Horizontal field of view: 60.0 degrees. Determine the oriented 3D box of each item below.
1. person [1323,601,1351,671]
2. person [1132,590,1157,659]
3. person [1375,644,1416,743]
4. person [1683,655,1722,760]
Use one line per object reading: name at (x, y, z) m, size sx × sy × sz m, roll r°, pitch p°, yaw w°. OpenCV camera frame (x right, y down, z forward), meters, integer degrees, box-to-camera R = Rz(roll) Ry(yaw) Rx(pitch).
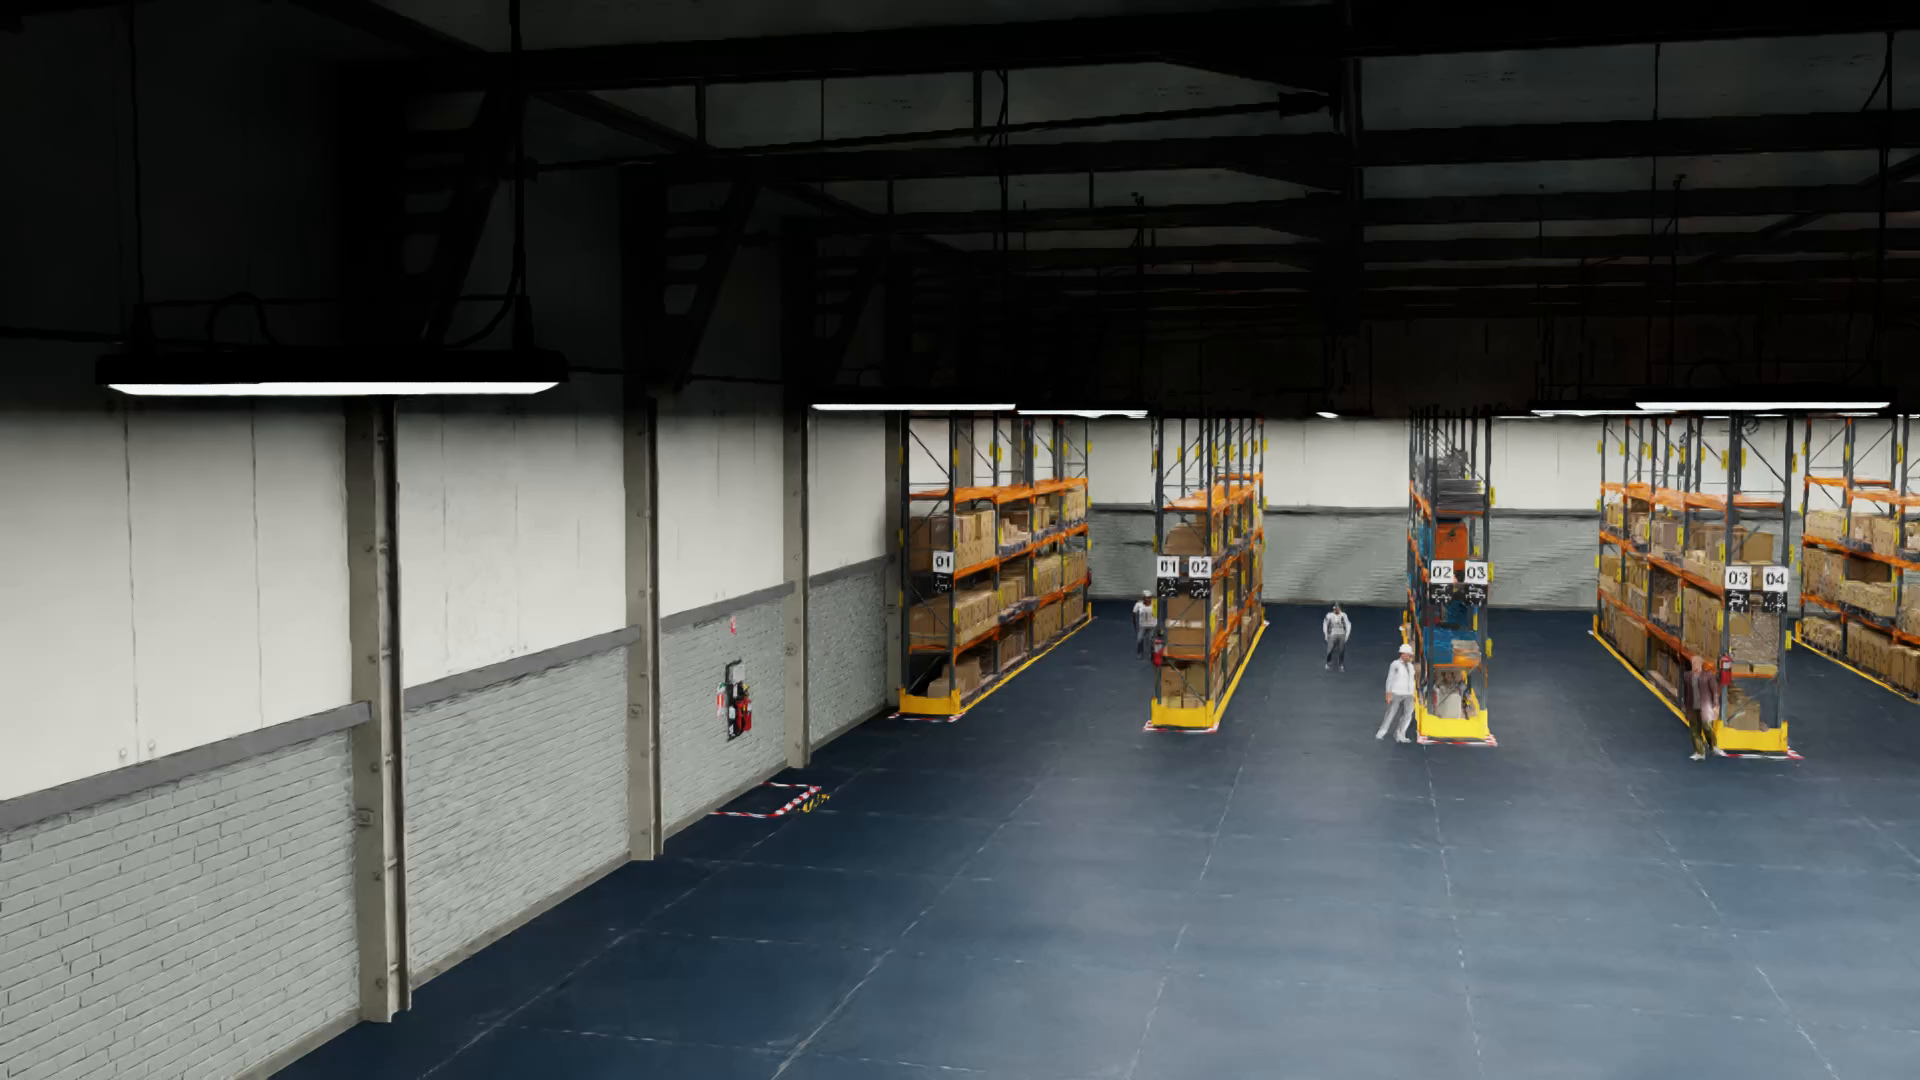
person at (8.627, 2.184, 38.084) m, size 0.639 × 1.632 × 0.511 m, roll 1°, pitch 4°, yaw 12°
person at (4.458, 2.030, 39.666) m, size 0.719 × 1.714 × 0.578 m, roll 1°, pitch 4°, yaw 12°
person at (7.780, 2.731, 29.686) m, size 0.708 × 1.738 × 0.528 m, roll -2°, pitch 4°, yaw -22°
person at (12.579, 2.821, 28.153) m, size 0.571 × 1.772 × 0.626 m, roll -4°, pitch 5°, yaw -40°
